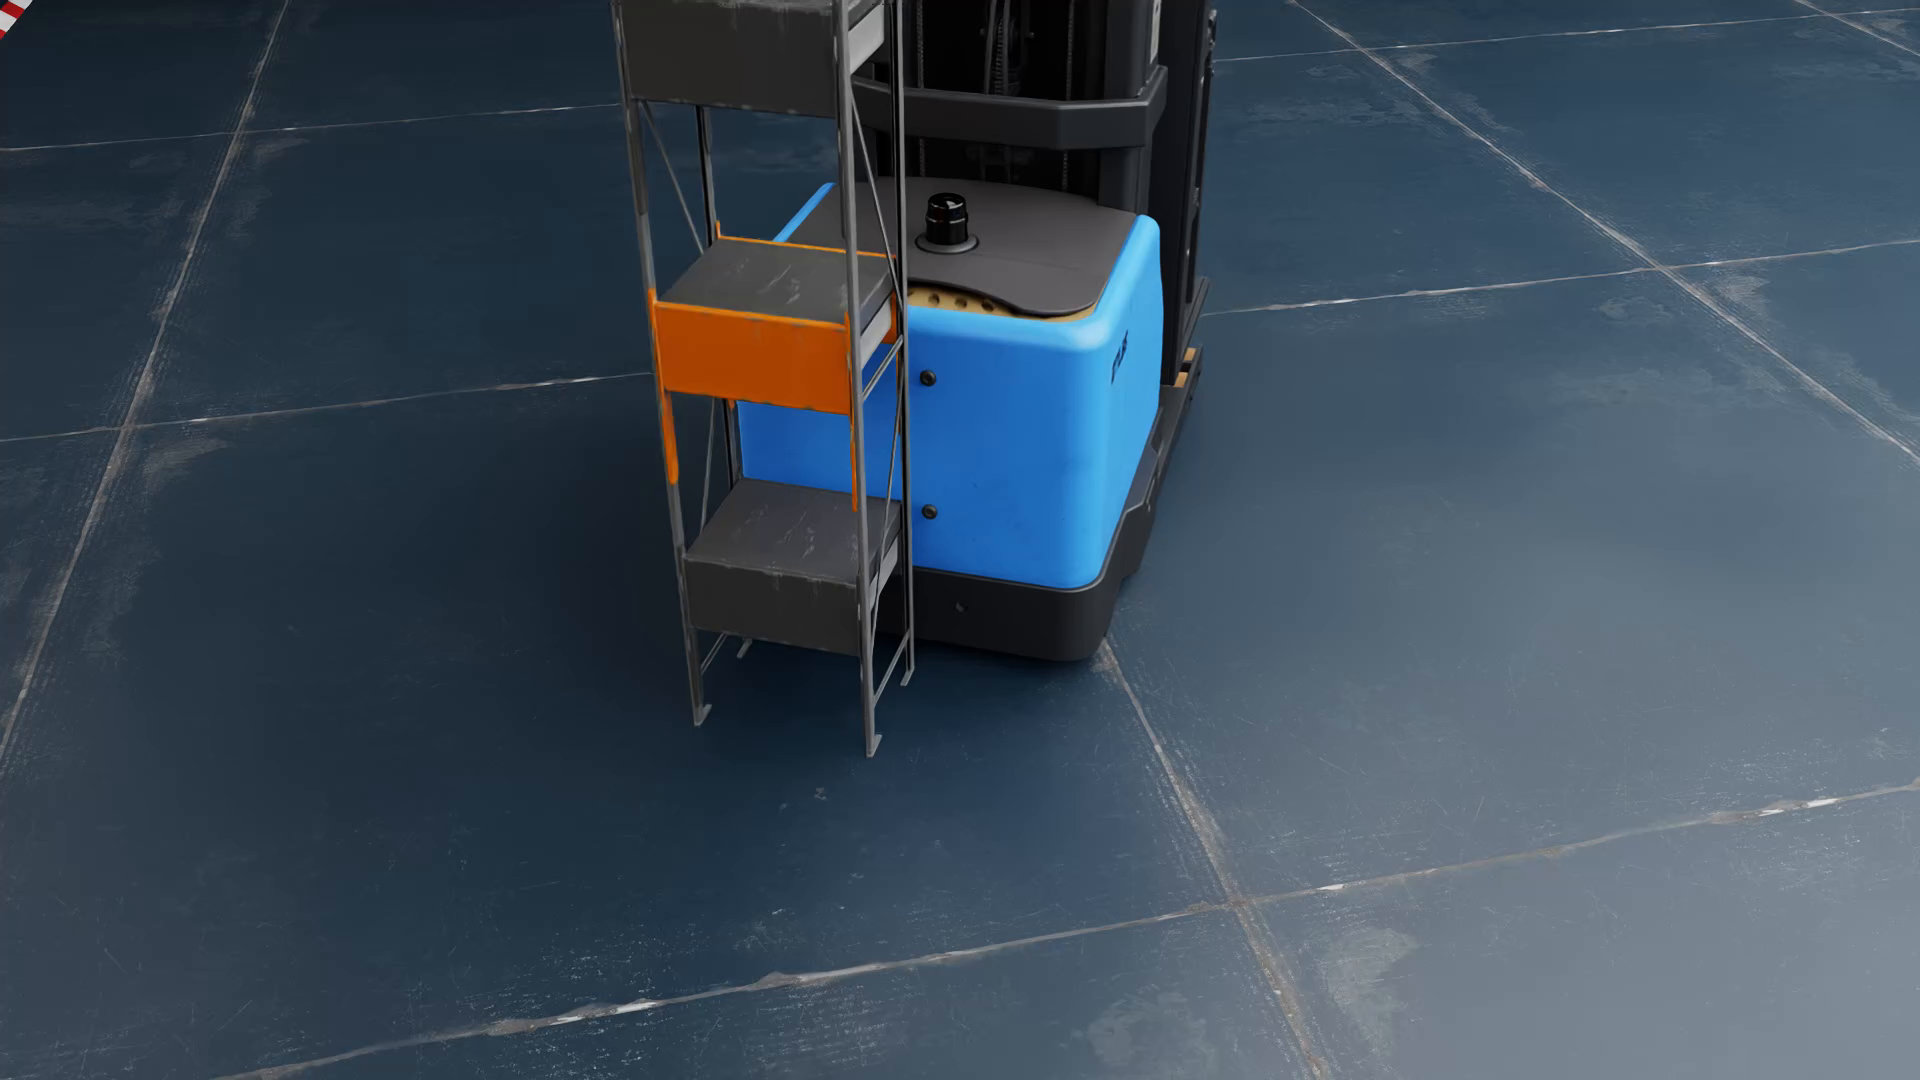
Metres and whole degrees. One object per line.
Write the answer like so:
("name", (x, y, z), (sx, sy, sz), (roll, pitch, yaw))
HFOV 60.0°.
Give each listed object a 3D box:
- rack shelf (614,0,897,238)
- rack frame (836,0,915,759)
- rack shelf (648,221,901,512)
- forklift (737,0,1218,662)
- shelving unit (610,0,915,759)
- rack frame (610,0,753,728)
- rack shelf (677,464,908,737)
("rack shelf", (-0.423, -1.007, 3.635), (0.480, 0.518, 0.431), (9, 35, 13))
("rack frame", (-0.188, -0.402, 3.964), (0.015, 2.100, 0.400), (9, 35, 13))
("rack shelf", (-0.423, -0.426, 4.025), (0.480, 0.518, 0.431), (9, 35, 13))
("forklift", (0.258, -1.696, 5.147), (1.130, 2.935, 3.031), (9, 35, 13))
("shelving unit", (-0.423, -0.437, 4.017), (0.503, 2.100, 0.431), (9, 35, 13))
("rack frame", (-0.659, -0.473, 4.070), (0.015, 2.100, 0.400), (9, 35, 13))
("rack shelf", (-0.423, 0.155, 4.415), (0.480, 0.518, 0.431), (9, 35, 13))
